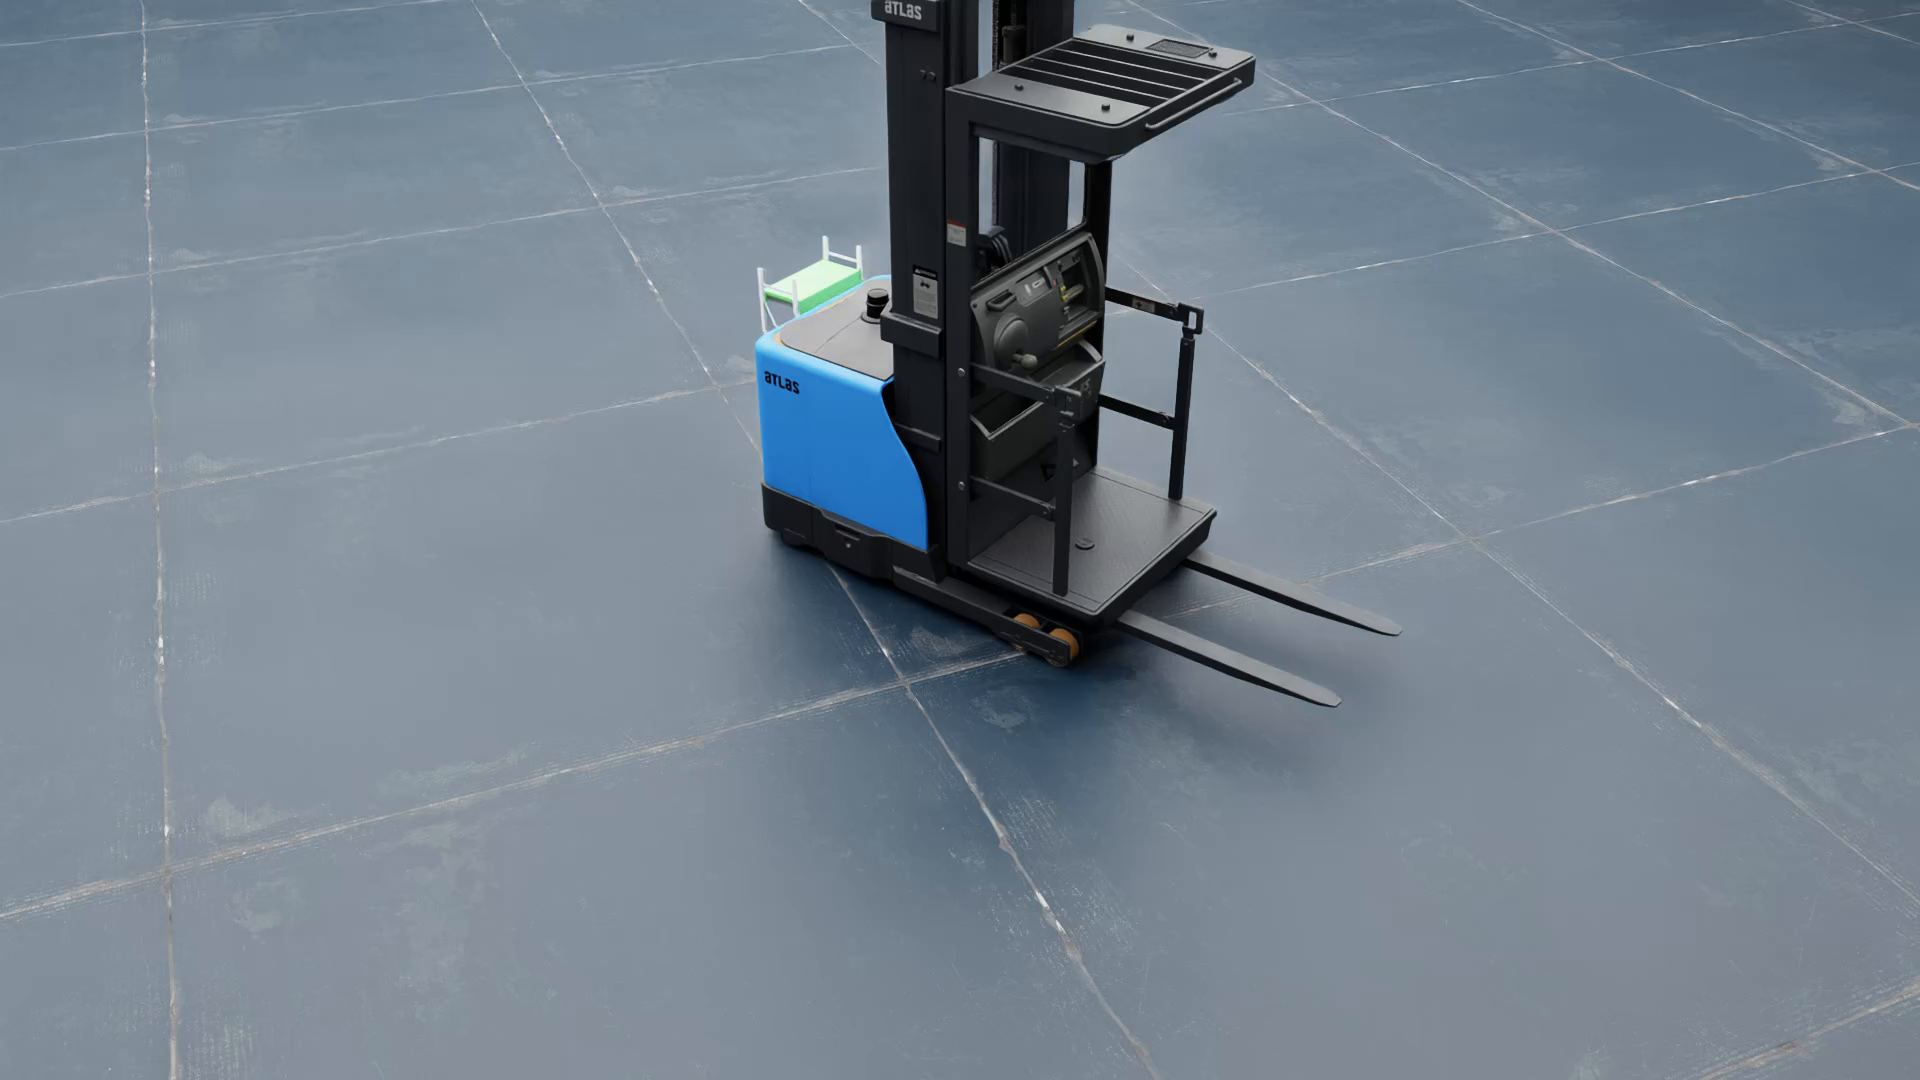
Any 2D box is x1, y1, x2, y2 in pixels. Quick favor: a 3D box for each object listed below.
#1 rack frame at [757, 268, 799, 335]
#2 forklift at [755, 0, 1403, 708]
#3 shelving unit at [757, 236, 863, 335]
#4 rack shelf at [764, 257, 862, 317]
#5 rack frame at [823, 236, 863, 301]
[{"bbox_3d":[-0.876,-0.778,8.342,0.240,1.200,0.015,21,39,30],"label":"rack frame"},{"bbox_3d":[0.514,-0.996,7.093,3.031,2.935,1.130,22,39,30],"label":"forklift"},{"bbox_3d":[-0.731,-0.886,8.507,0.258,1.200,0.503,21,39,30],"label":"shelving unit"},{"bbox_3d":[-0.736,-1.236,8.283,0.258,0.148,0.480,21,39,30],"label":"rack shelf"},{"bbox_3d":[-0.586,-0.993,8.672,0.240,1.200,0.015,21,39,30],"label":"rack frame"}]
